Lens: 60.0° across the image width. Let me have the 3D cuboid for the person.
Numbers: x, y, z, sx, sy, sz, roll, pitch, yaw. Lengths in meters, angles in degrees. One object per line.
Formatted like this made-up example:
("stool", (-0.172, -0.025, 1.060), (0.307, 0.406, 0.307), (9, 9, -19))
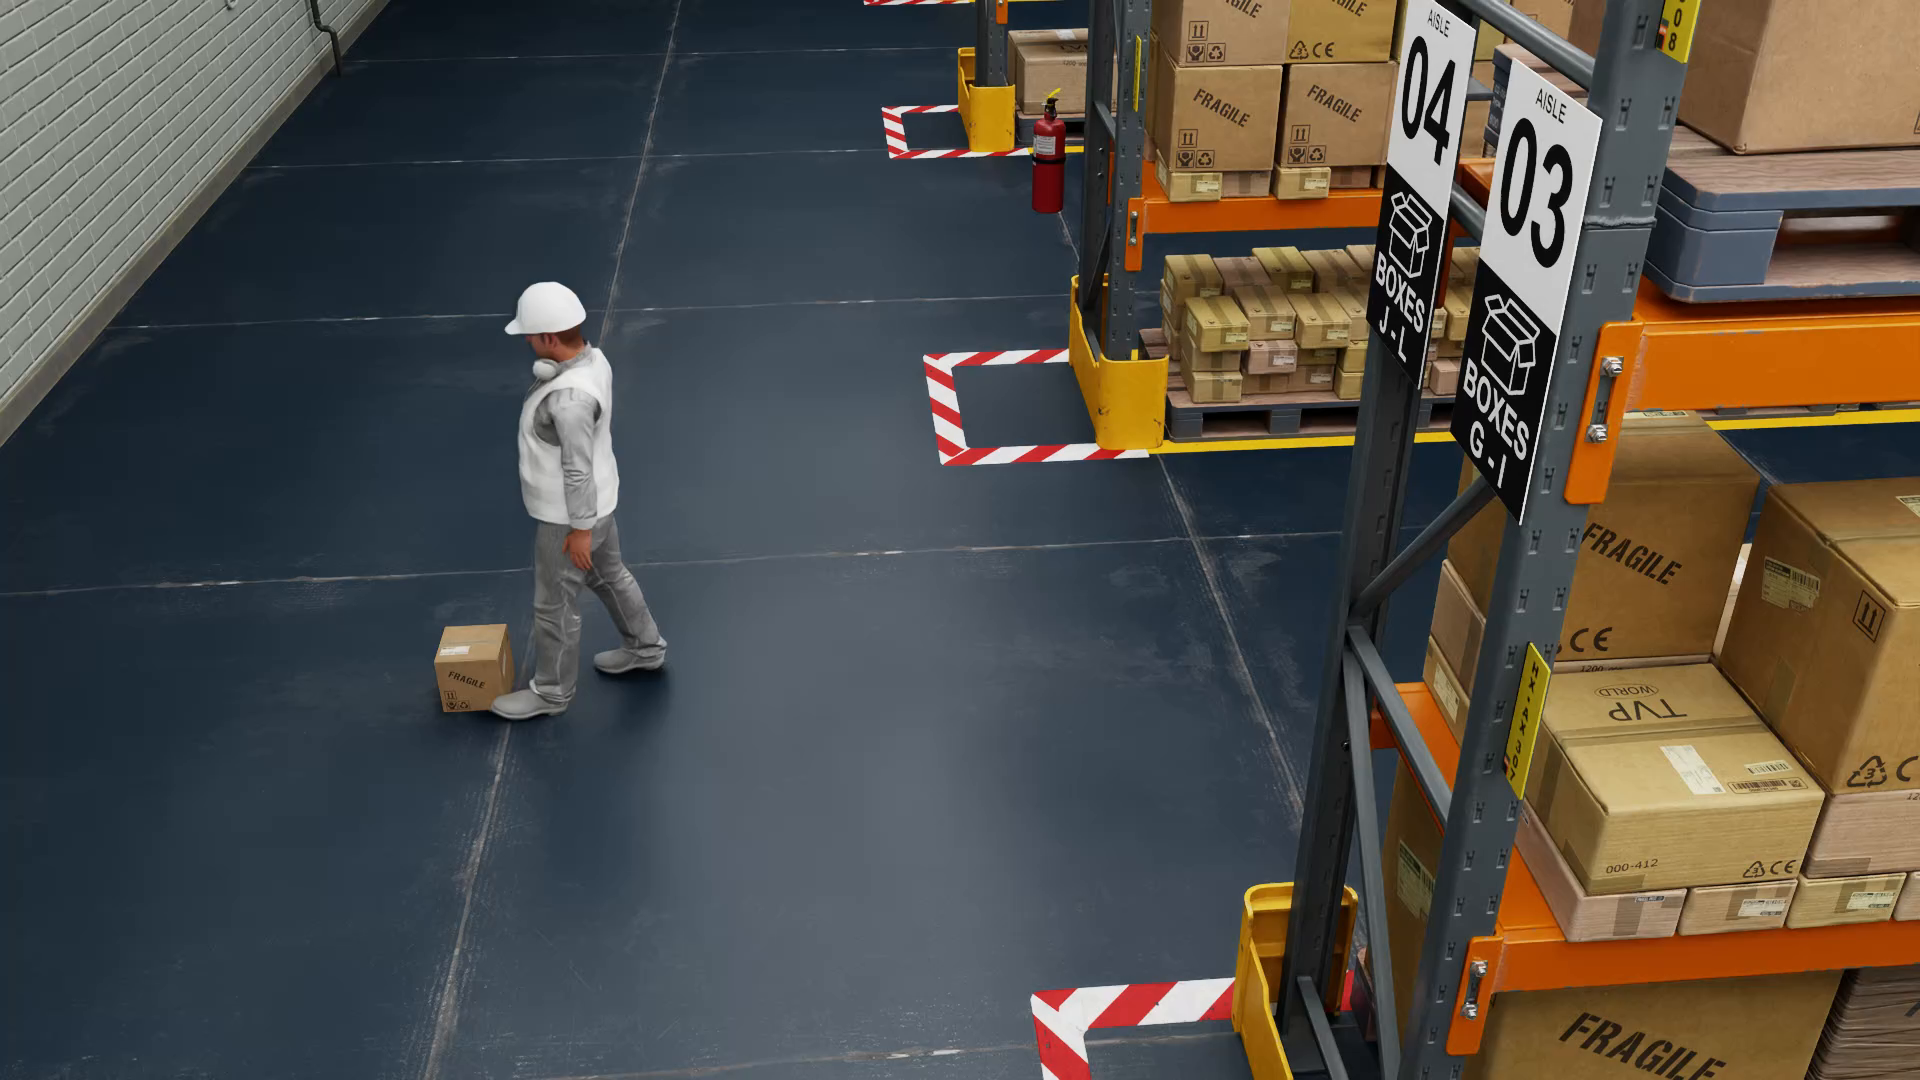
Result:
("person", (-1.540, -0.150, 6.361), (0.684, 1.766, 0.553), (-3, 31, -5))
